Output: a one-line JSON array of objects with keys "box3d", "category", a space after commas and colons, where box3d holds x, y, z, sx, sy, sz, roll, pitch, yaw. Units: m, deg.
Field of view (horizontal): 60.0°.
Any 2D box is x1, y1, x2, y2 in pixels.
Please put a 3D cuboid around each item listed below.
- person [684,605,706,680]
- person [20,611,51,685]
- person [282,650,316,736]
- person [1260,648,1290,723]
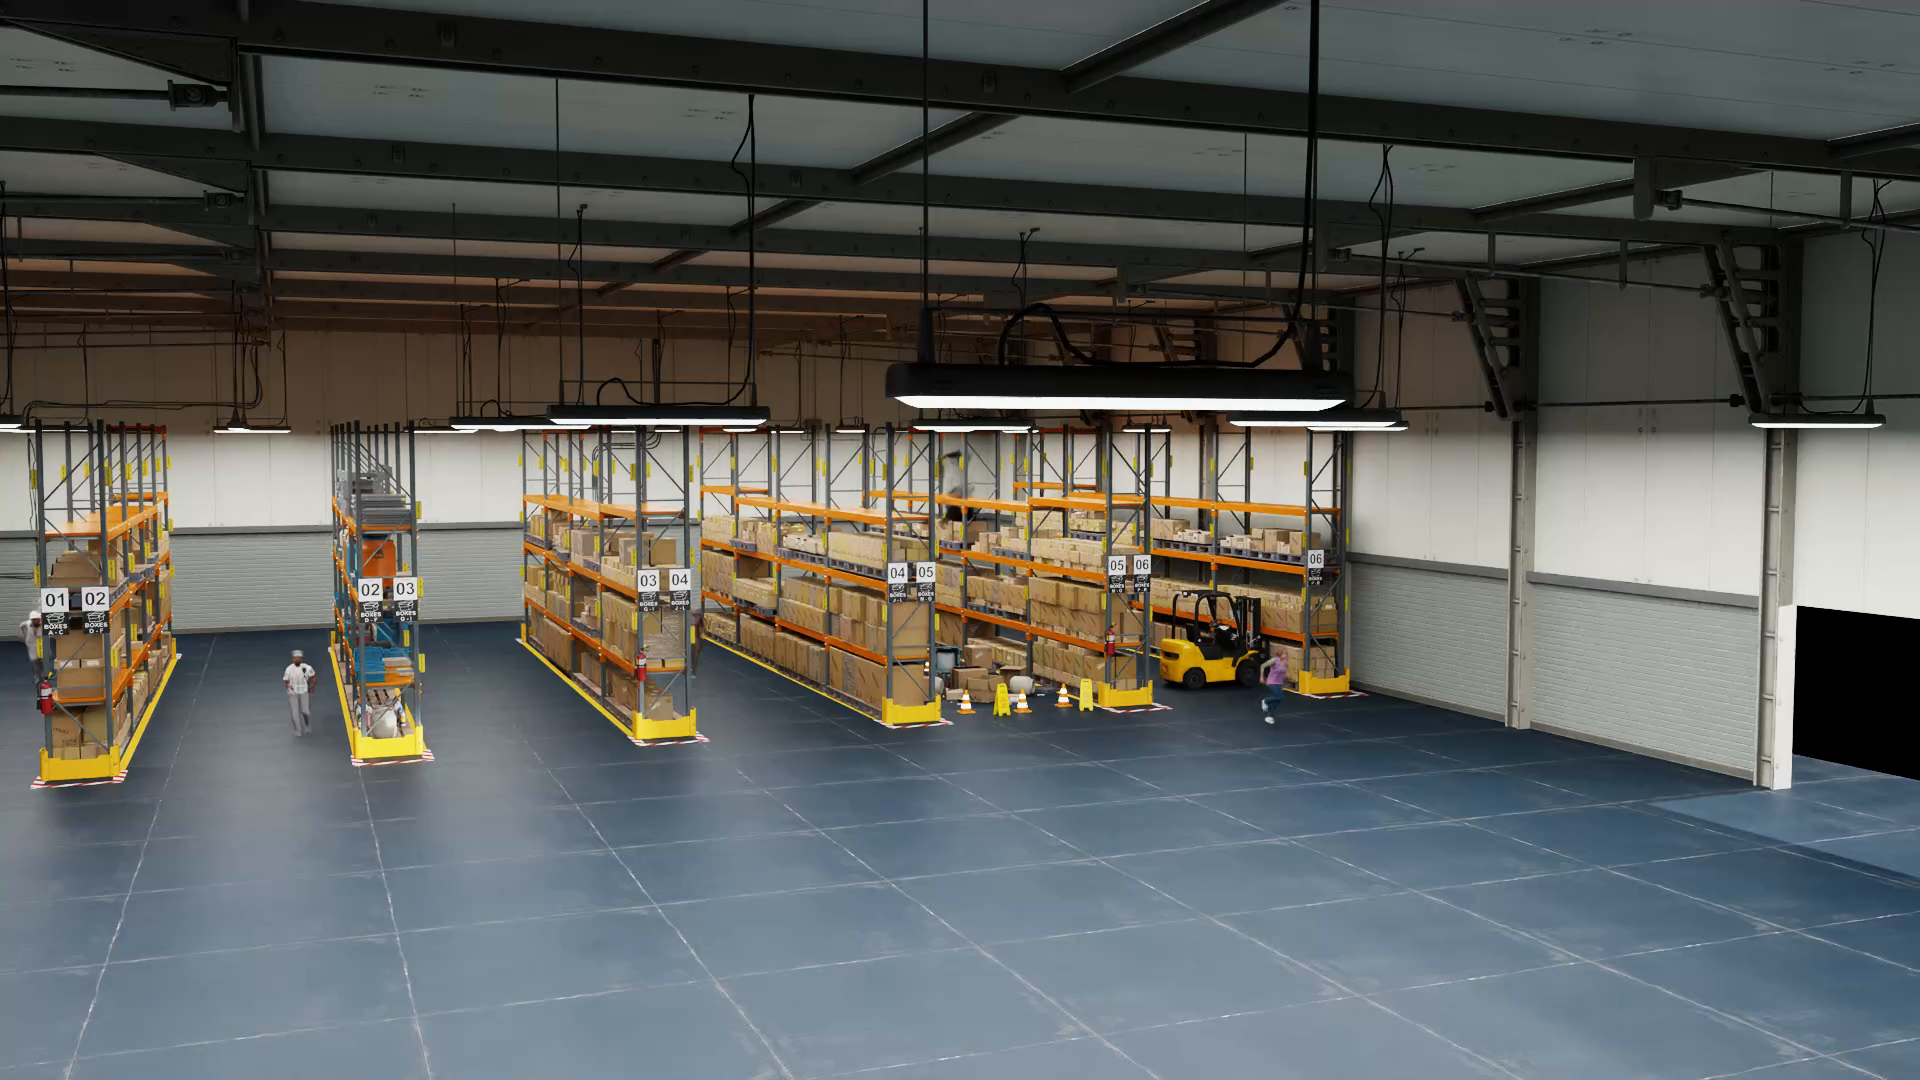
[{"box3d": [-6.353, 2.402, 39.352, 0.710, 1.756, 0.709, -2, 4, -25], "category": "person"}, {"box3d": [-21.444, 2.482, 38.661, 0.696, 1.731, 1.049, -1, 4, -19], "category": "person"}, {"box3d": [-12.544, 2.916, 31.567, 0.590, 1.653, 0.584, -1, 4, -17], "category": "person"}, {"box3d": [6.315, 2.950, 33.212, 0.527, 1.427, 0.661, -2, 4, -35], "category": "person"}]
